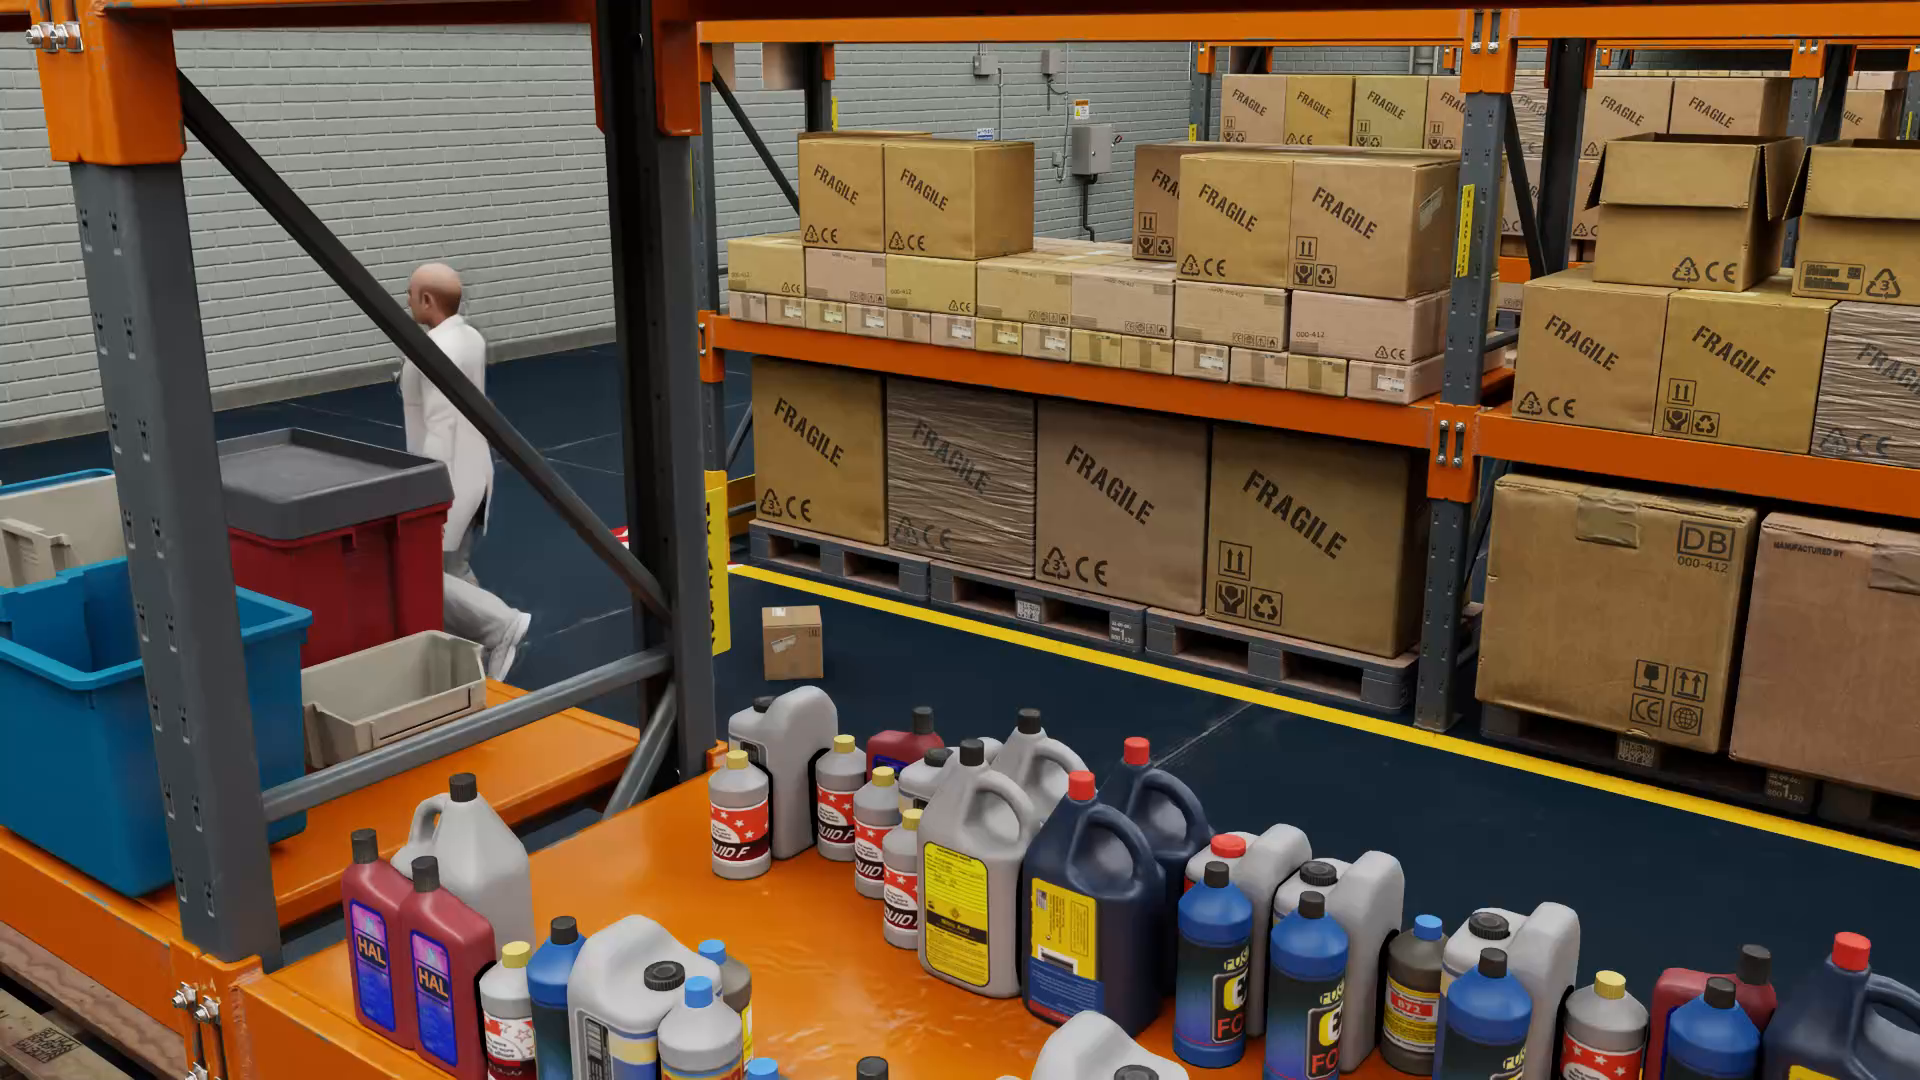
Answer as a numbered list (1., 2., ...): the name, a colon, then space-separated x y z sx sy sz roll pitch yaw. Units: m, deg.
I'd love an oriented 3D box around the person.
1. person: -2.050 -0.234 6.760 0.558 1.770 0.604 -1 16 -2
